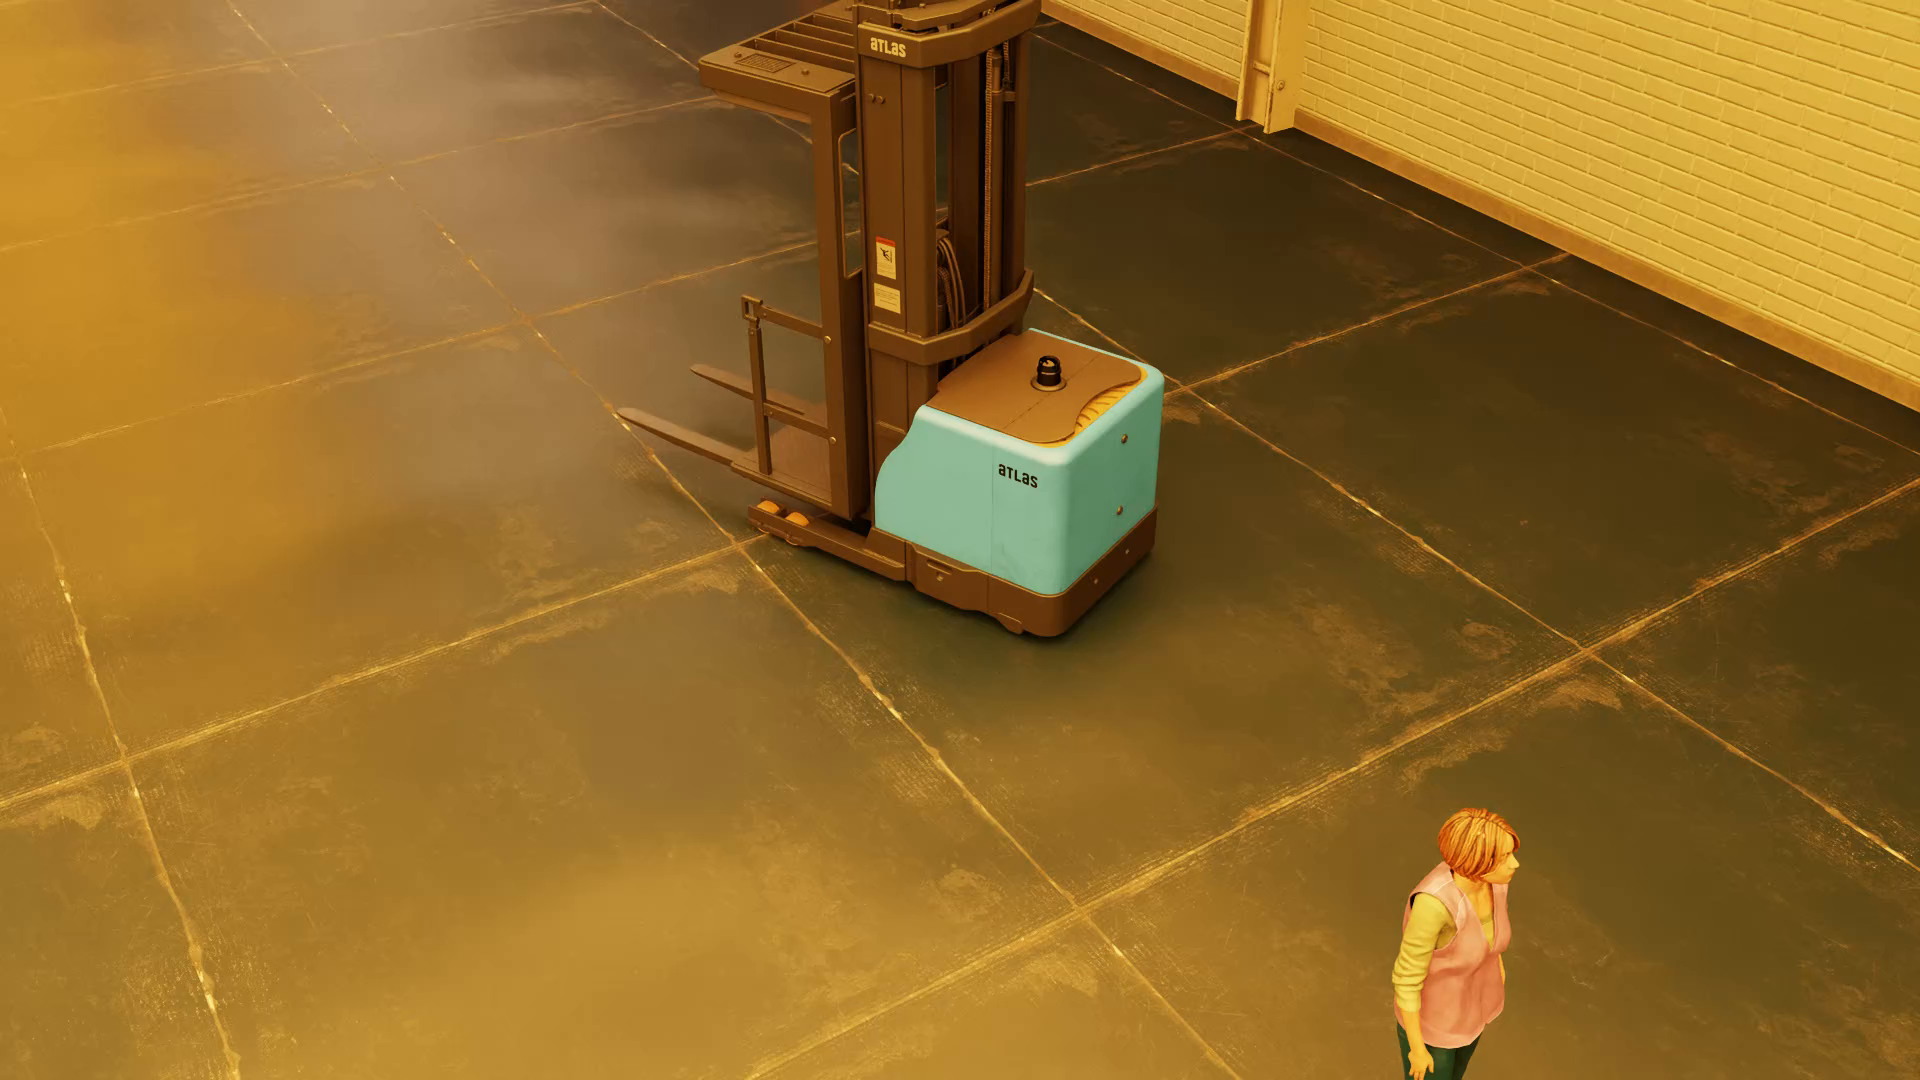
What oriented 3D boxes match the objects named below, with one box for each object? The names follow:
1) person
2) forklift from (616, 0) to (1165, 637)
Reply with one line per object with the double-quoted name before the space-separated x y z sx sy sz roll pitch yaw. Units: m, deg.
"person" 1.562 1.513 5.143 0.521 1.598 0.473 -28 44 -34
"forklift" -0.500 -1.399 8.138 3.031 2.935 1.130 22 41 28
